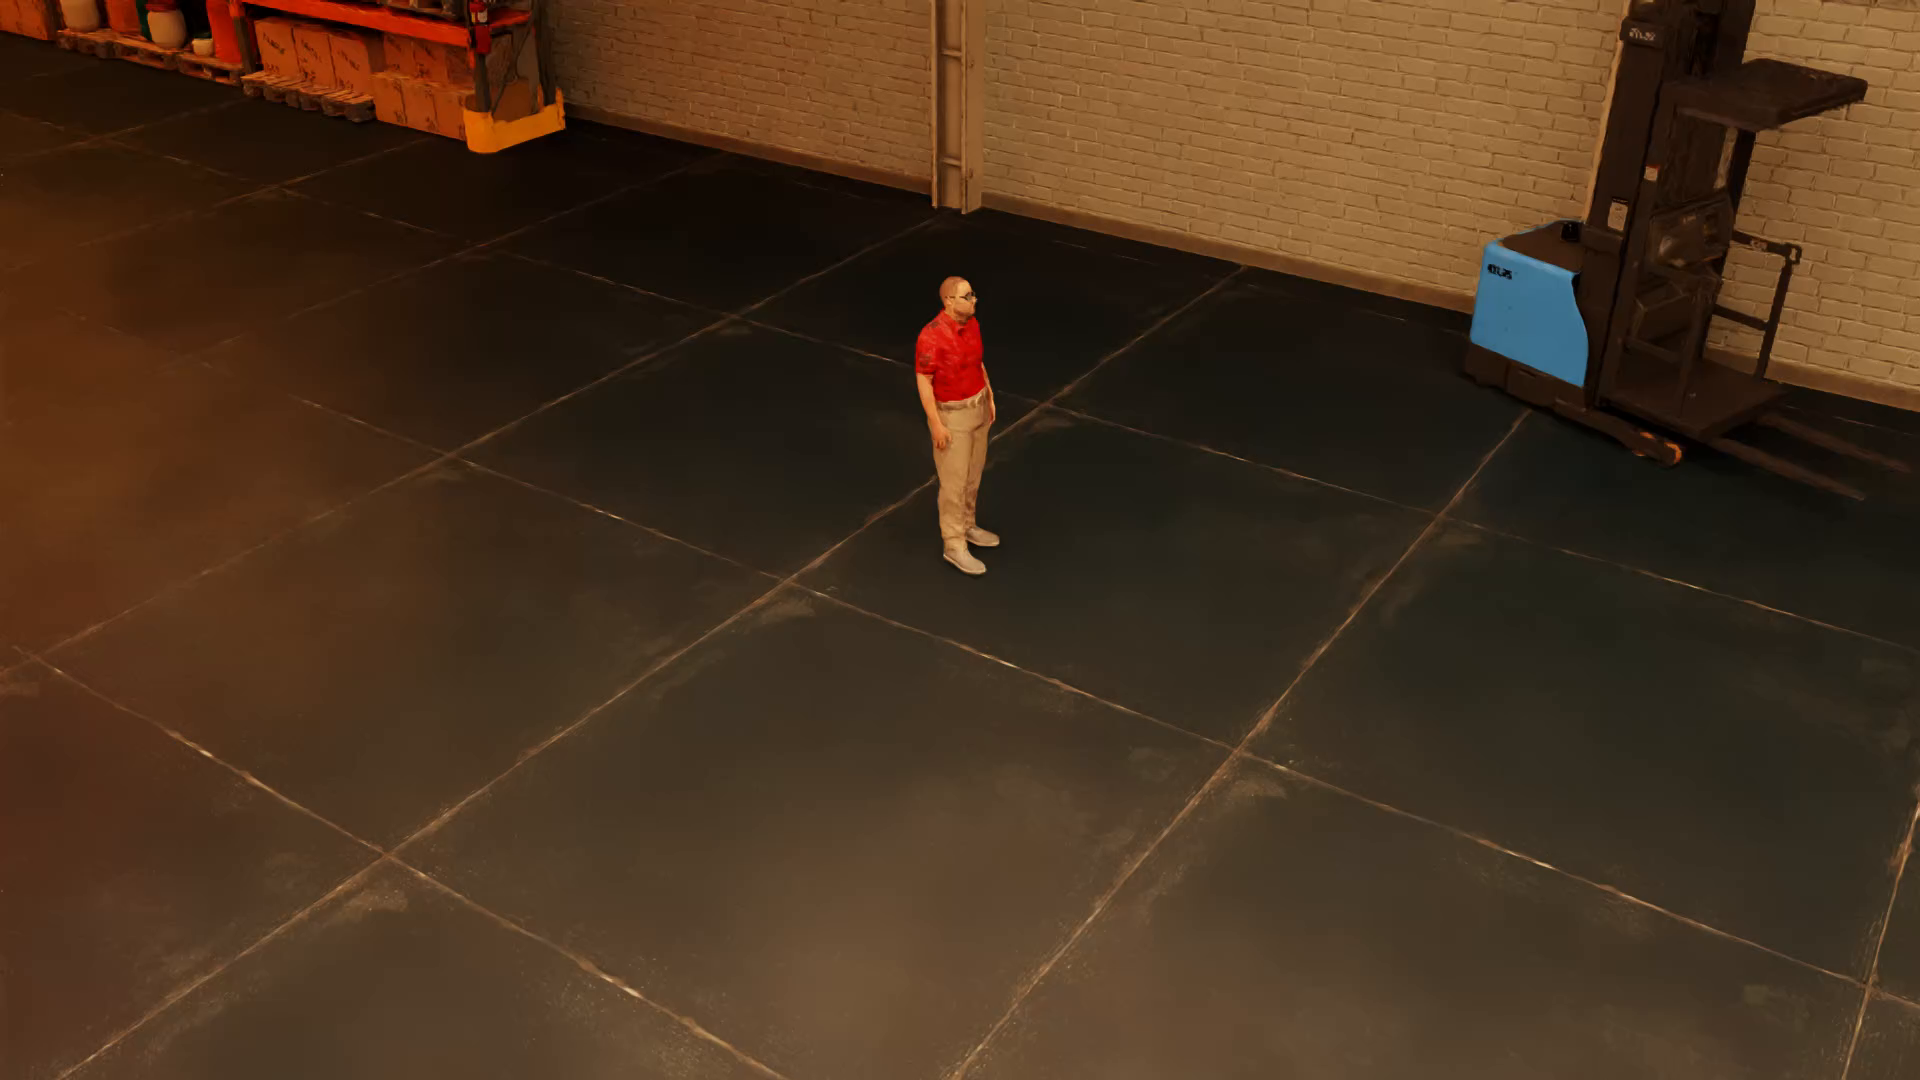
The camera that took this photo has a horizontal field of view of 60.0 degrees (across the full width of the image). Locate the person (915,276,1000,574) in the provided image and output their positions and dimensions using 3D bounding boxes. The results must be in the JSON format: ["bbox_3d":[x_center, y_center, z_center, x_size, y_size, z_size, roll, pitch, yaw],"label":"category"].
[{"bbox_3d":[0.068,-0.723,10.010,0.550,1.726,0.640,19,35,29],"label":"person"}]

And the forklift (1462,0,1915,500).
[{"bbox_3d":[5.071,-2.046,11.104,1.130,2.935,3.031,-20,36,-31],"label":"forklift"}]
